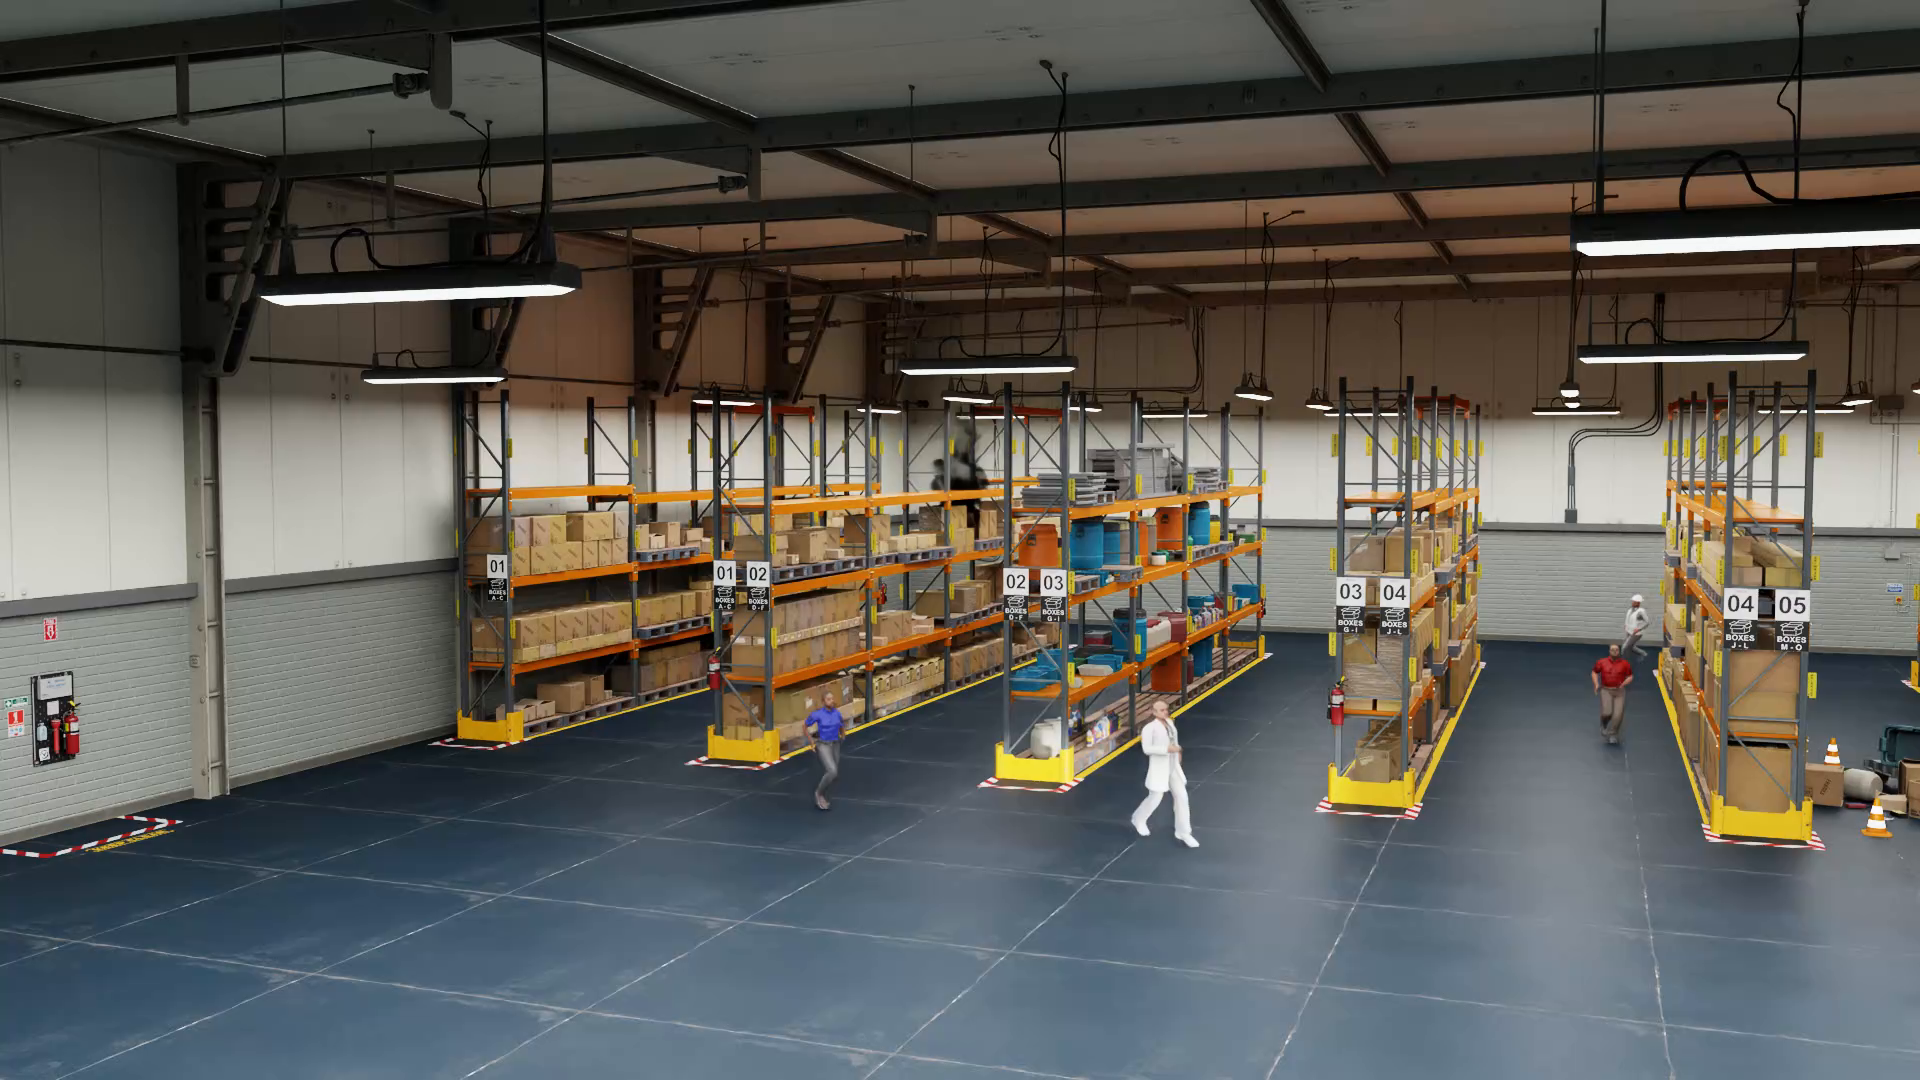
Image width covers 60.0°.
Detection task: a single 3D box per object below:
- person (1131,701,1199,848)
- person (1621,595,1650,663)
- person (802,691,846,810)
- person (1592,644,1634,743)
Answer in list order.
[{"bbox_3d":[2.610,2.944,21.153,0.729,1.790,1.049,-2,4,-34],"label":"person"},{"bbox_3d":[15.390,2.078,37.791,0.820,1.694,0.714,-1,3,-10],"label":"person"},{"bbox_3d":[-1.812,2.910,23.008,0.552,1.636,0.644,-3,4,-42],"label":"person"},{"bbox_3d":[11.077,2.608,28.207,0.658,1.683,0.591,1,3,16],"label":"person"}]
